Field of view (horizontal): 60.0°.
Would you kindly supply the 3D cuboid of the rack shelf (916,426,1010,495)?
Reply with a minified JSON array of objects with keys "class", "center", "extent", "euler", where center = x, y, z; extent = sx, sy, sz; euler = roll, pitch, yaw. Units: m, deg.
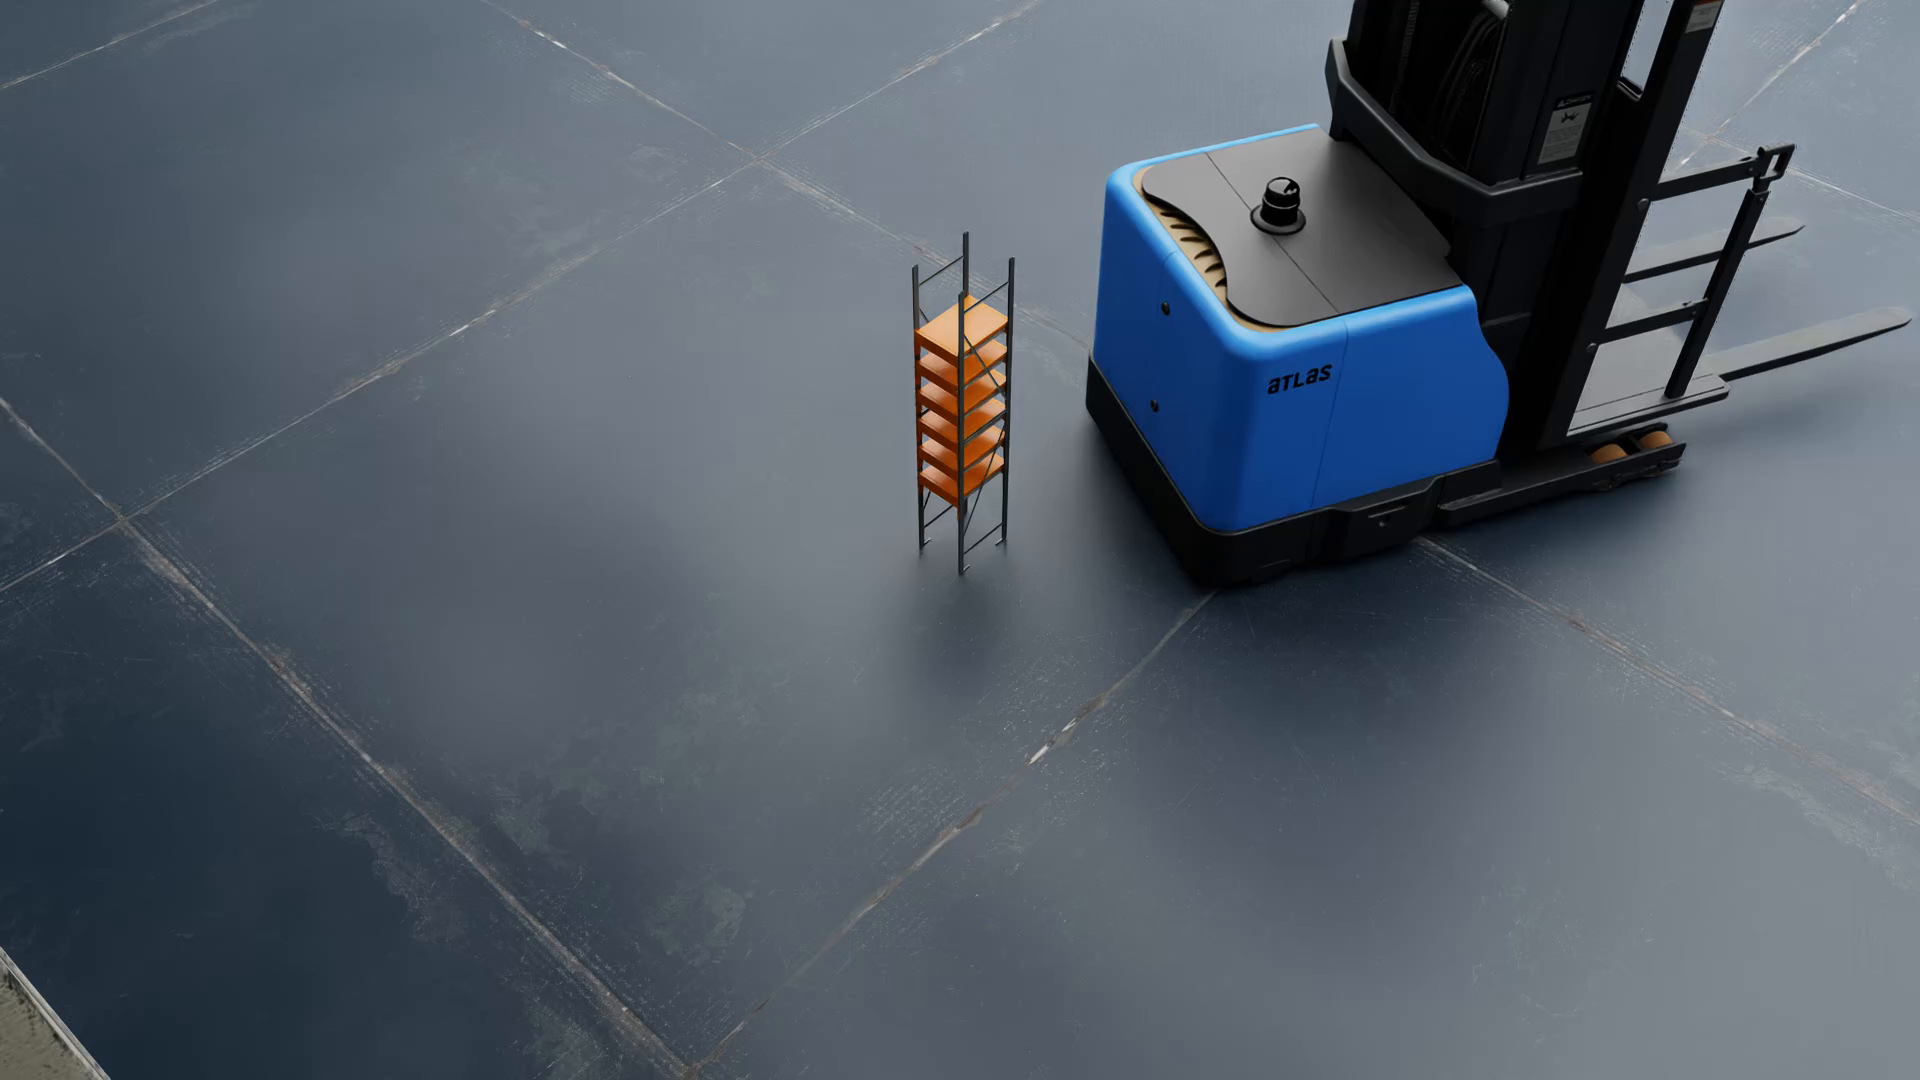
[{"class":"rack shelf","center":[0.011,-0.291,5.417],"extent":[0.180,0.103,0.258],"euler":[34,55,28]}]

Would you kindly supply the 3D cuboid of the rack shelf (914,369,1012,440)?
[{"class":"rack shelf","center":[0.011,-0.455,5.242],"extent":[0.180,0.103,0.258],"euler":[34,55,28]}]

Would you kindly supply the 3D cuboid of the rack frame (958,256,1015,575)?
[{"class":"rack frame","center":[0.078,-0.358,5.254],"extent":[0.006,1.200,0.240],"euler":[34,55,28]}]

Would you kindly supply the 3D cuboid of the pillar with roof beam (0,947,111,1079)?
[{"class":"pillar with roof beam","center":[1.402,-3.337,2.702],"extent":[0.400,9.000,9.100],"euler":[34,55,28]}]

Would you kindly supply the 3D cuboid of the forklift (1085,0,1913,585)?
[{"class":"forklift","center":[2.033,-1.526,5.163],"extent":[3.031,2.935,1.130],"euler":[-15,49,-14]}]

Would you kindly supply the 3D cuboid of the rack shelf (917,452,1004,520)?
[{"class":"rack shelf","center":[0.011,-0.209,5.504],"extent":[0.180,0.103,0.258],"euler":[34,55,28]}]

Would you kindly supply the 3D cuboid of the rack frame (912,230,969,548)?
[{"class":"rack frame","center":[-0.057,-0.449,5.339],"extent":[0.006,1.200,0.240],"euler":[34,55,28]}]

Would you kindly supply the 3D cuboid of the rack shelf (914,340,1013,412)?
[{"class":"rack shelf","center":[0.011,-0.537,5.154],"extent":[0.180,0.103,0.258],"euler":[34,55,28]}]

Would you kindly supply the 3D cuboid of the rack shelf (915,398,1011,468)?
[{"class":"rack shelf","center":[0.011,-0.373,5.329],"extent":[0.180,0.103,0.258],"euler":[34,55,28]}]

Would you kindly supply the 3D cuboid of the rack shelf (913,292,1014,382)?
[{"class":"rack shelf","center":[0.011,-0.620,5.067],"extent":[0.180,0.103,0.258],"euler":[34,55,28]}]

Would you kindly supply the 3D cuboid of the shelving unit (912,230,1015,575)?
[{"class":"shelving unit","center":[0.011,-0.404,5.297],"extent":[0.189,1.200,0.258],"euler":[34,55,28]}]
